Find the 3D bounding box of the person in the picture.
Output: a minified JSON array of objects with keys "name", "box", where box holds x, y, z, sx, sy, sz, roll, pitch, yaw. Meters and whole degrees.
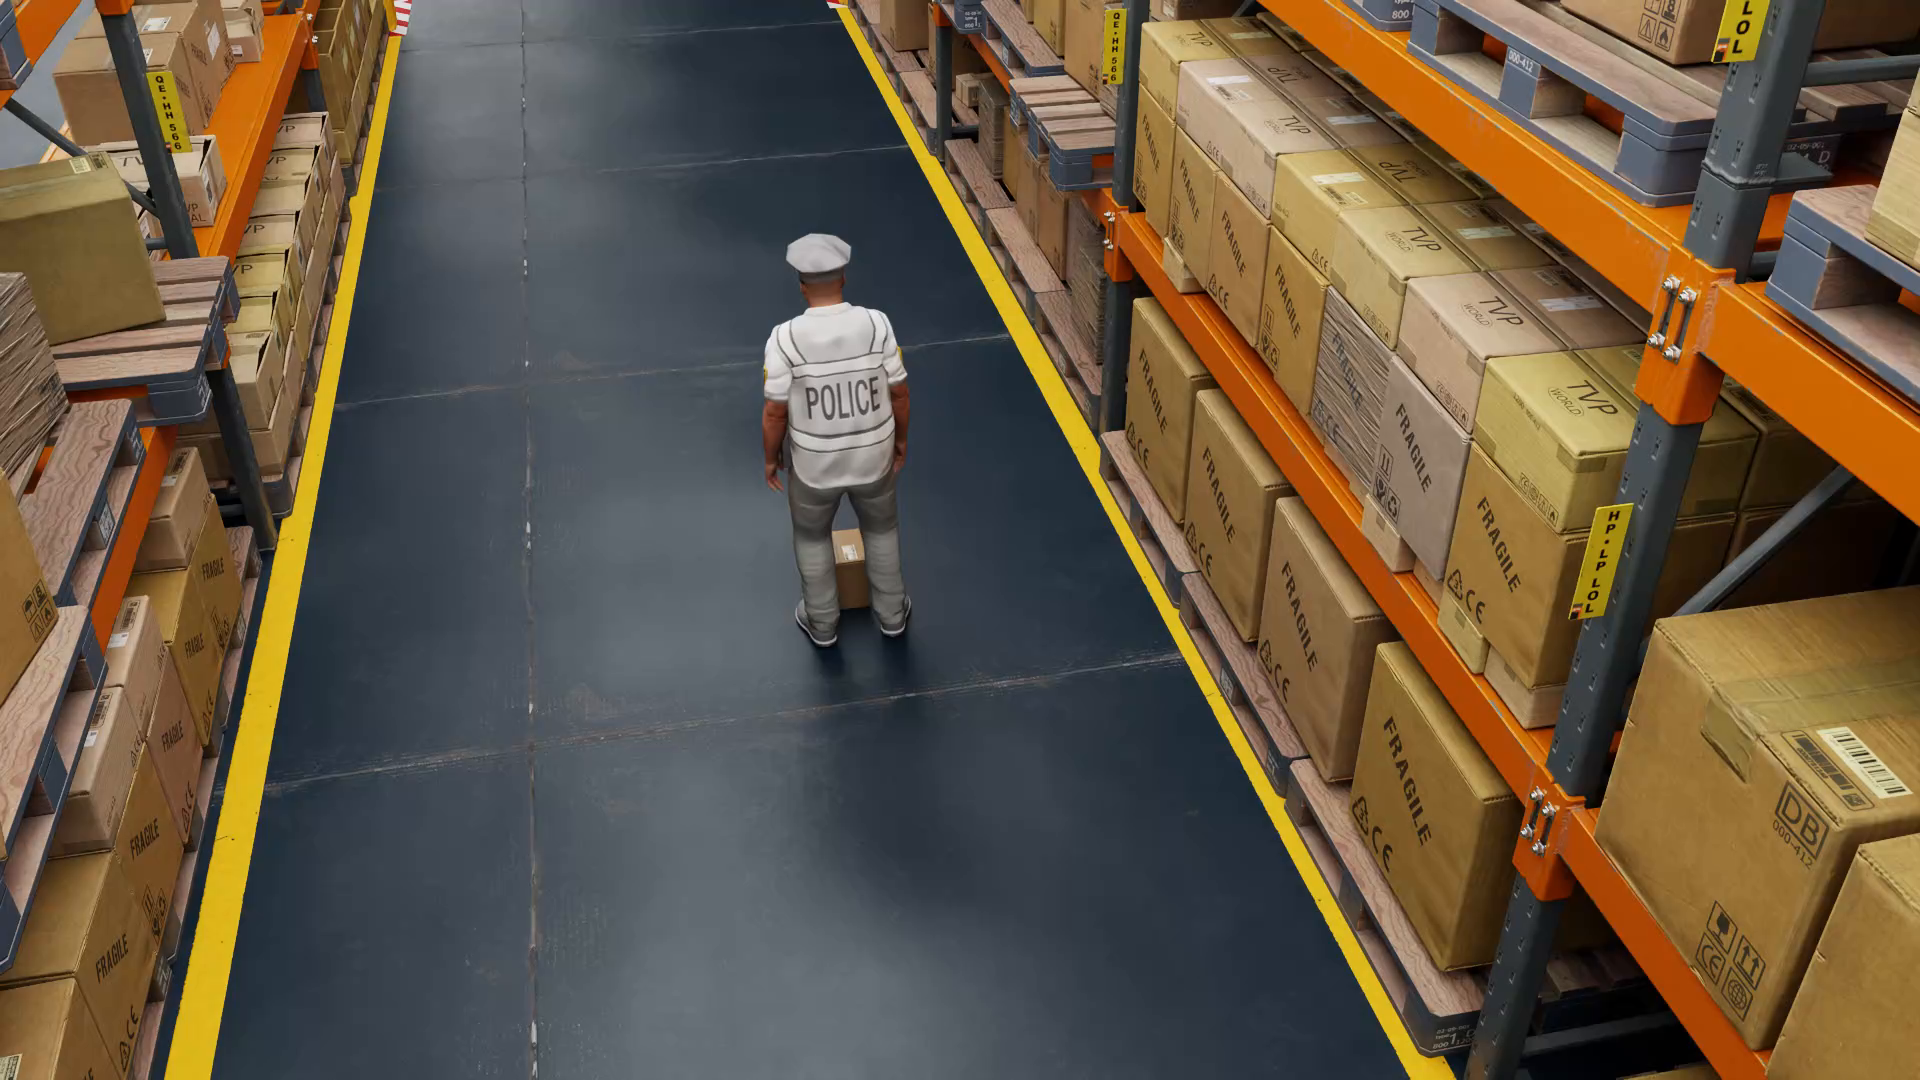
[{"name":"person","box":[-0.479,-0.338,6.634,0.600,1.749,0.433,-8,35,-12]}]
